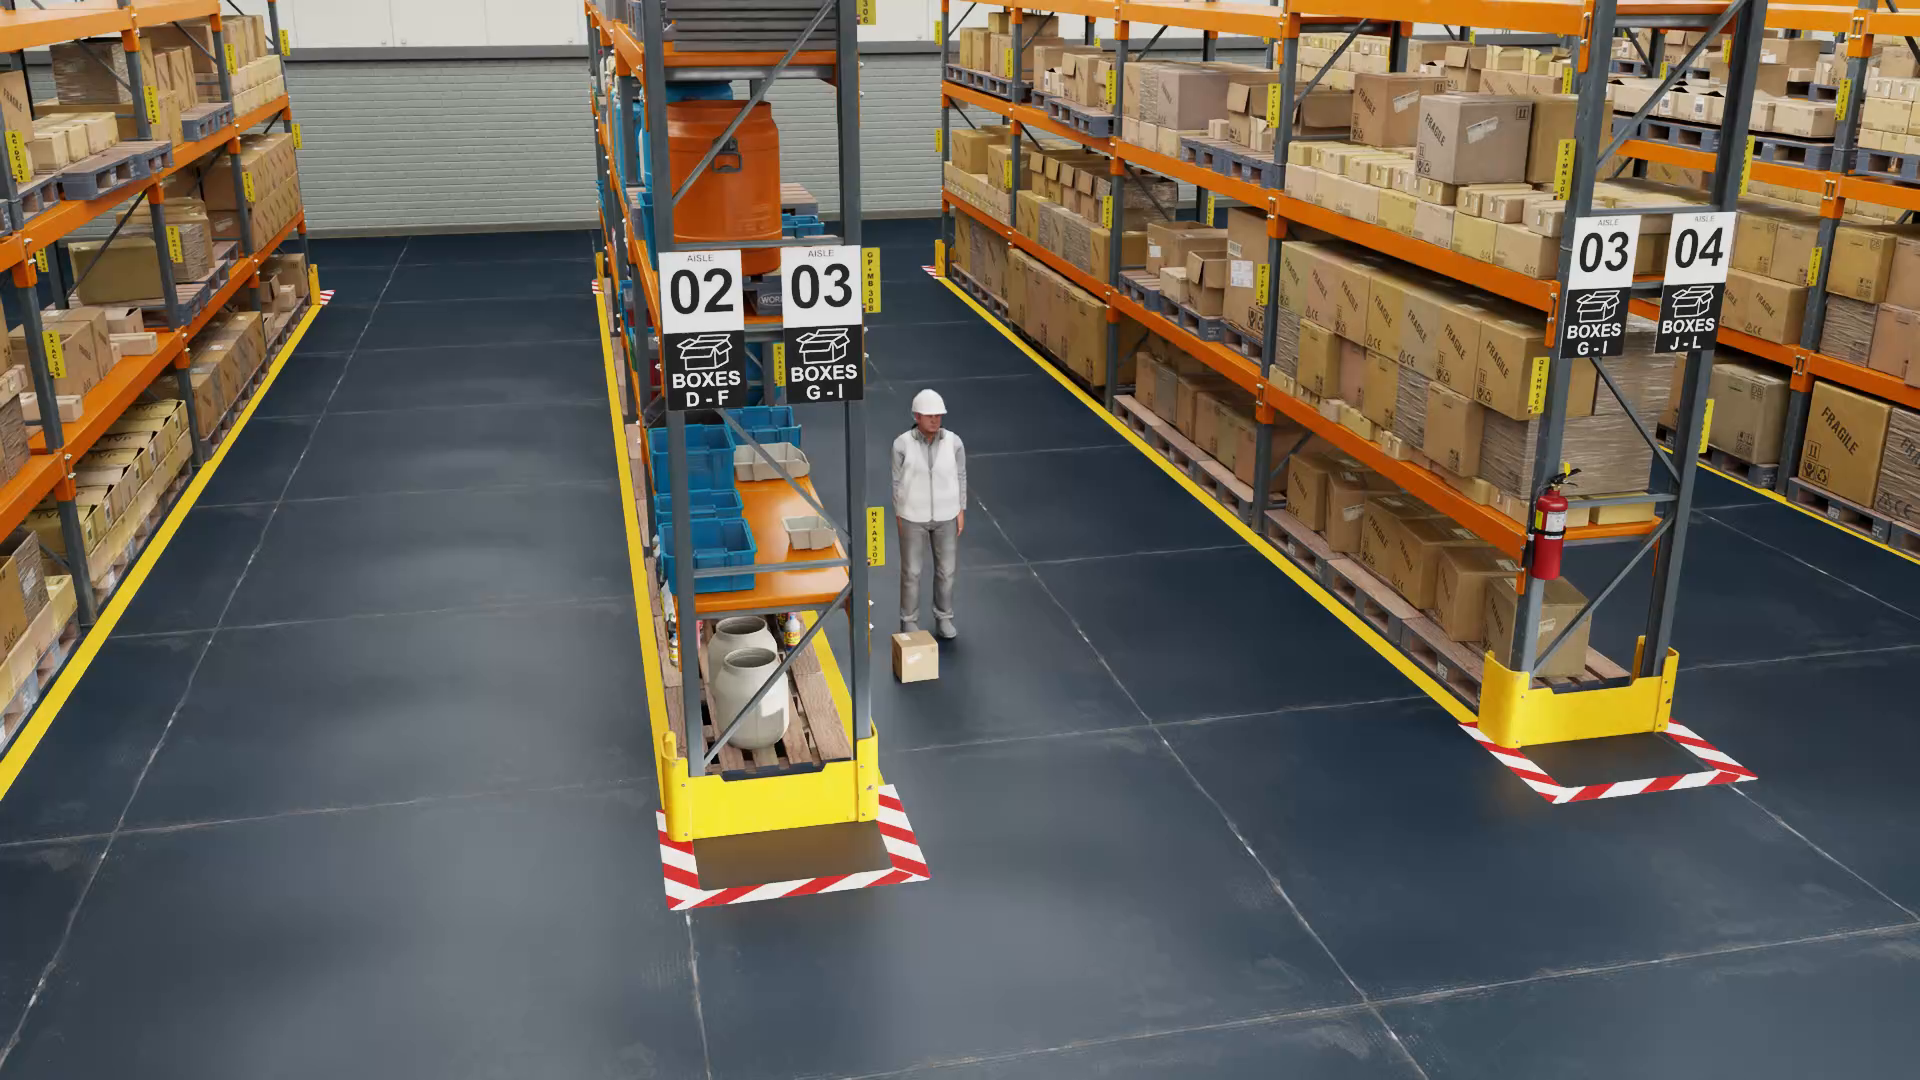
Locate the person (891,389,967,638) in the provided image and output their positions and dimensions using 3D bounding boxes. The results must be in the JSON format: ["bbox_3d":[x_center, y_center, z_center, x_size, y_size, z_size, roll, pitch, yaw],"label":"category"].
[{"bbox_3d":[-0.206,-0.173,11.529,0.531,1.766,0.359,-4,20,-11],"label":"person"}]
